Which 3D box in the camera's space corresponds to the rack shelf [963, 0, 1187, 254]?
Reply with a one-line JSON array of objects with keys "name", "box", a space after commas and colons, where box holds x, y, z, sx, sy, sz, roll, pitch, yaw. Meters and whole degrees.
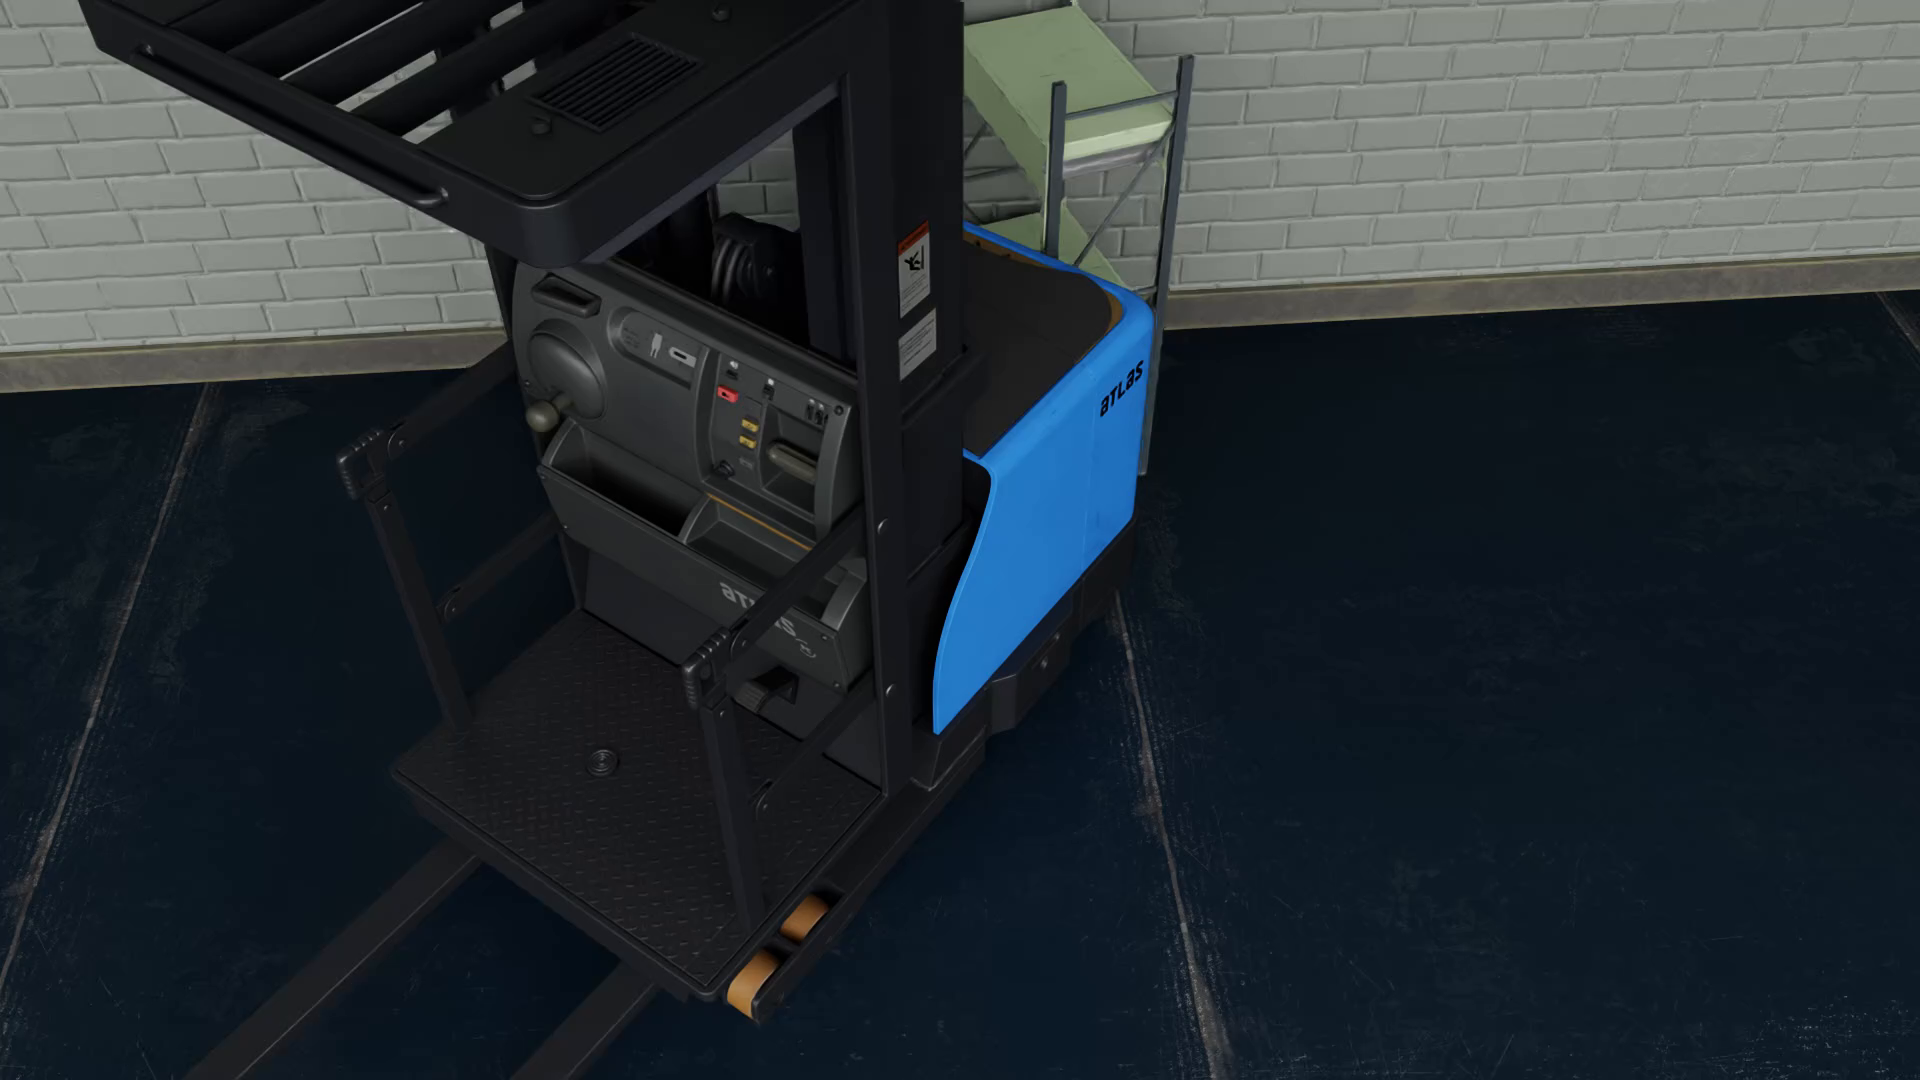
[{"name": "rack shelf", "box": [0.290, -1.212, 4.817, 0.431, 0.370, 0.720, -16, 48, -15]}]

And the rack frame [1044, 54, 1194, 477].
[{"name": "rack frame", "box": [0.423, -0.695, 4.857, 0.400, 1.500, 0.023, -16, 48, -15]}]

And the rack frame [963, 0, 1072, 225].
[{"name": "rack frame", "box": [0.154, -1.182, 5.334, 0.400, 1.500, 0.023, -16, 48, -15]}]

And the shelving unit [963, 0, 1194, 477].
[{"name": "shelving unit", "box": [0.289, -0.939, 5.095, 0.431, 1.500, 0.755, -16, 48, -15]}]

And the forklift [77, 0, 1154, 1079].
[{"name": "forklift", "box": [-0.737, -0.232, 3.451, 1.130, 2.935, 3.031, 27, 52, 24]}]

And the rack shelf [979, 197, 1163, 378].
[{"name": "rack shelf", "box": [0.287, -0.710, 5.328, 0.431, 0.370, 0.720, -16, 48, -15]}]
